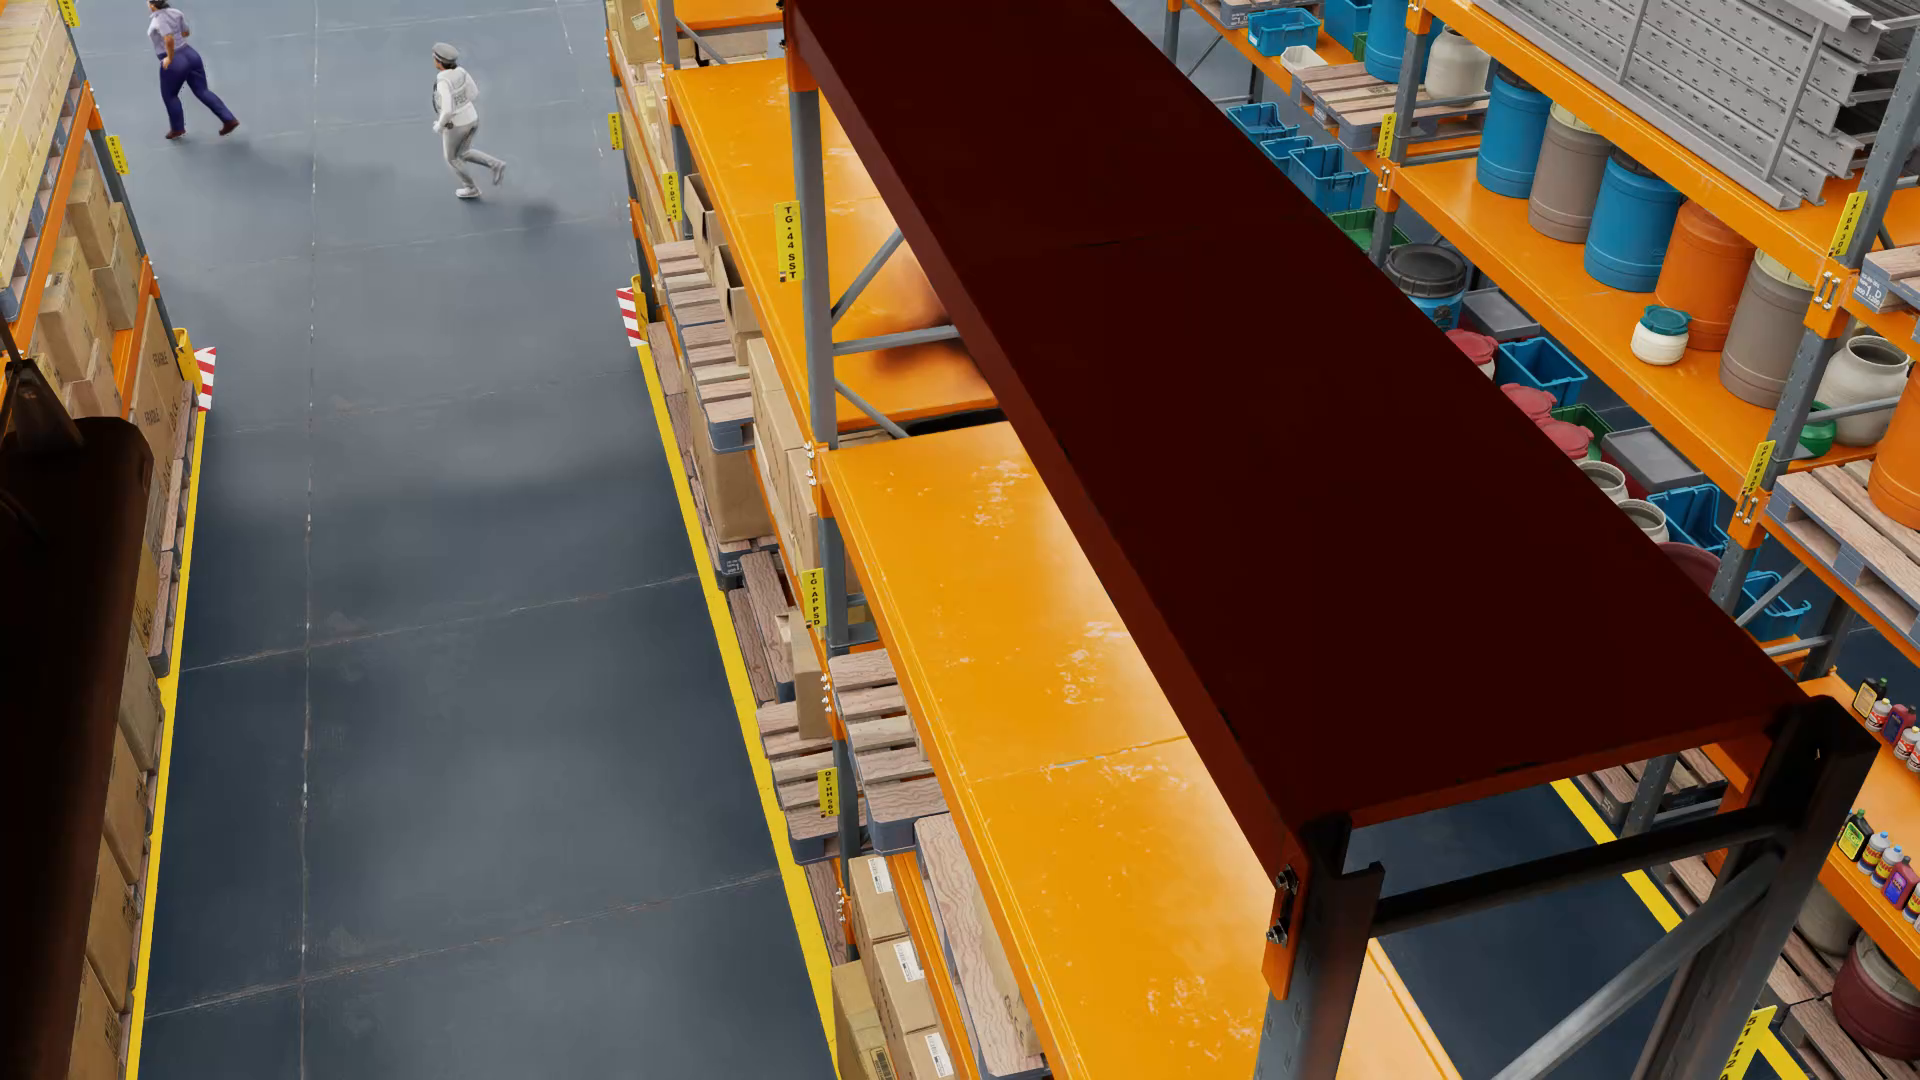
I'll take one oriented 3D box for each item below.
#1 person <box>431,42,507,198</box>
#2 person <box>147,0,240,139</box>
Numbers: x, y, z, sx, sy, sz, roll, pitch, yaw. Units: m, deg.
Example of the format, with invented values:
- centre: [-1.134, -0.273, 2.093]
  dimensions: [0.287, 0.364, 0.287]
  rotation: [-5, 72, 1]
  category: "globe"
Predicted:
- centre: [-4.995, -4.208, 16.828]
  dimensions: [0.593, 1.648, 0.603]
  rotation: [11, 40, 14]
  category: "person"
- centre: [-8.379, -5.104, 17.935]
  dimensions: [0.901, 1.667, 0.568]
  rotation: [13, 40, 16]
  category: "person"
